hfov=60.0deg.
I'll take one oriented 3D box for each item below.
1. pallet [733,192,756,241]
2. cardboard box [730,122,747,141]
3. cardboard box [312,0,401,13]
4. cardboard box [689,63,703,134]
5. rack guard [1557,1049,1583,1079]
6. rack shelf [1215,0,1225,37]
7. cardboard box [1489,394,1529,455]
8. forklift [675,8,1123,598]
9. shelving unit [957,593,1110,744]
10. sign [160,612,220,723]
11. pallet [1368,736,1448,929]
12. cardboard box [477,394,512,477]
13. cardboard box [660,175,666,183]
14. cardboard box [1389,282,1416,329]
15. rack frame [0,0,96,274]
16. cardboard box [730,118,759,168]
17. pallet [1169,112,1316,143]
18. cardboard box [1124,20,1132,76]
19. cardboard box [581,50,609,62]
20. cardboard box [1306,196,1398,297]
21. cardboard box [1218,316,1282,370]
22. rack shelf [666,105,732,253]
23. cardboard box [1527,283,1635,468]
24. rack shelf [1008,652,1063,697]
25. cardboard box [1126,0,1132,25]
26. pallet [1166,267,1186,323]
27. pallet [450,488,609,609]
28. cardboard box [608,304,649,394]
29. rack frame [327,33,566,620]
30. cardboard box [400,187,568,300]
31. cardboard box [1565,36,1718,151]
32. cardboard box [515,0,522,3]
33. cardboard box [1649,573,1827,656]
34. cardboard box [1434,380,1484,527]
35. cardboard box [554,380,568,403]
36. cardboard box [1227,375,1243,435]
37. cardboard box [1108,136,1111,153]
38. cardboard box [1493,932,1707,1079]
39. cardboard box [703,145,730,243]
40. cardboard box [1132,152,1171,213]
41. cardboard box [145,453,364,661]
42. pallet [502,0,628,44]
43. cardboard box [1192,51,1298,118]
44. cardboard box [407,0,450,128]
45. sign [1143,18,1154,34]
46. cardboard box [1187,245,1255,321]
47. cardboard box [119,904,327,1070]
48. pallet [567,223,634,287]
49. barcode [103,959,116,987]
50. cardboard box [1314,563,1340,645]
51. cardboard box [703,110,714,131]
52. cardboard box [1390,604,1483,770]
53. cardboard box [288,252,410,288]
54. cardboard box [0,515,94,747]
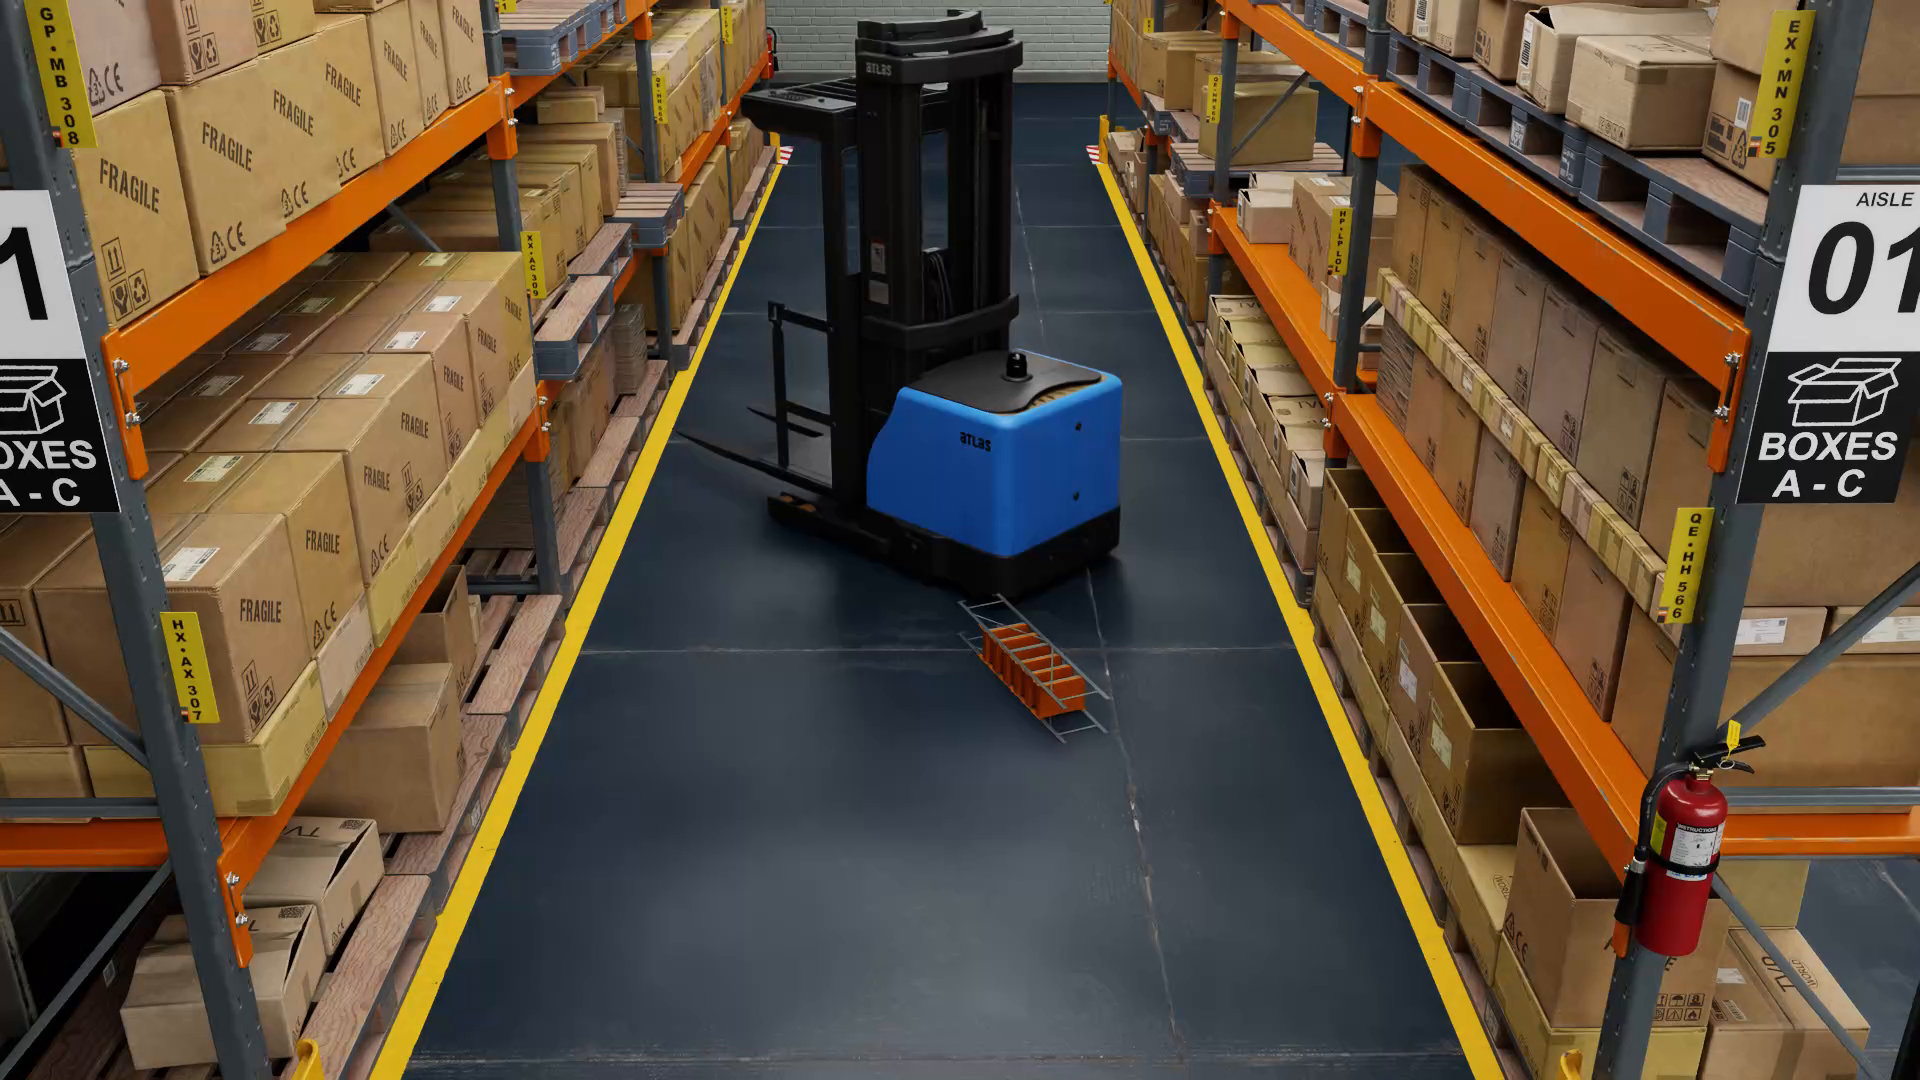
[{"bbox_3d":[-2.608,-3.257,16.696,1.003,0.211,1.213,0,24,-1],"label":"pallet"},{"bbox_3d":[-2.411,-4.228,17.194,0.380,0.149,0.250,-1,24,-2],"label":"cardboard box"},{"bbox_3d":[-2.282,-2.148,5.861,0.500,0.500,0.500,-1,24,-2],"label":"cardboard box"},{"bbox_3d":[-2.398,-3.592,13.546,0.500,0.500,0.500,0,24,1],"label":"cardboard box"},{"bbox_3d":[2.407,1.856,5.040,1.175,0.500,0.348,0,24,-1],"label":"rack guard"},{"bbox_3d":[2.297,-4.453,13.188,1.077,0.370,4.000,0,24,-1],"label":"rack shelf"},{"bbox_3d":[2.192,-0.430,6.152,0.380,0.149,0.250,-1,24,-1],"label":"cardboard box"},{"bbox_3d":[-0.513,-1.524,9.562,3.031,2.935,1.130,21,32,38],"label":"forklift"},{"bbox_3d":[0.340,0.610,8.166,0.258,0.189,1.200,-10,26,-22],"label":"shelving unit"},{"bbox_3d":[-2.005,0.334,4.322,0.100,0.325,0.005,0,24,-1],"label":"sign"},{"bbox_3d":[2.346,1.161,6.927,1.003,0.211,1.213,0,24,-1],"label":"pallet"},{"bbox_3d":[-2.285,-0.459,7.283,0.500,0.250,0.500,0,24,0],"label":"cardboard box"},{"bbox_3d":[-2.400,-2.701,12.363,0.380,0.149,0.250,0,24,0],"label":"cardboard box"},{"bbox_3d":[2.175,-1.068,7.562,0.380,0.149,0.250,0,24,0],"label":"cardboard box"},{"bbox_3d":[-2.547,-2.003,3.258,1.000,3.000,0.127,0,24,-1],"label":"rack frame"},{"bbox_3d":[-2.608,-4.421,18.408,0.700,0.500,0.500,0,24,-1],"label":"cardboard box"},{"bbox_3d":[2.293,-3.304,13.647,1.003,0.211,1.213,0,24,-1],"label":"pallet"},{"bbox_3d":[1.990,-5.122,17.314,0.500,0.500,0.500,0,24,0],"label":"cardboard box"},{"bbox_3d":[-2.901,-3.497,12.425,0.500,0.250,0.500,-1,24,-2],"label":"cardboard box"},{"bbox_3d":[2.359,-1.727,9.807,0.500,0.500,0.500,0,24,0],"label":"cardboard box"},{"bbox_3d":[2.045,-1.350,11.242,0.500,0.311,0.500,-1,24,-2],"label":"cardboard box"},{"bbox_3d":[-2.656,-3.062,13.754,1.077,0.370,4.000,0,24,-1],"label":"rack shelf"},{"bbox_3d":[2.396,-0.568,5.671,0.700,0.500,0.500,0,24,0],"label":"cardboard box"},{"bbox_3d":[0.370,0.639,8.103,0.258,0.180,0.103,-10,26,-22],"label":"rack shelf"},{"bbox_3d":[1.993,-5.572,17.096,0.500,0.500,0.500,0,24,-1],"label":"cardboard box"},{"bbox_3d":[2.338,-2.128,14.200,1.003,0.211,1.213,0,24,-1],"label":"pallet"},{"bbox_3d":[-2.601,0.032,9.423,1.003,0.211,1.213,0,24,-1],"label":"pallet"},{"bbox_3d":[-2.574,-1.331,11.552,0.700,0.500,0.500,0,24,0],"label":"cardboard box"},{"bbox_3d":[-2.591,-0.918,8.139,1.000,3.000,0.127,0,24,-1],"label":"rack frame"},{"bbox_3d":[-2.561,-1.604,9.001,0.700,0.500,0.500,2,24,5],"label":"cardboard box"},{"bbox_3d":[2.130,-1.320,4.891,0.500,0.250,0.500,0,24,-1],"label":"cardboard box"},{"bbox_3d":[-2.523,-2.914,8.513,0.500,0.311,0.500,1,24,1],"label":"cardboard box"},{"bbox_3d":[2.212,0.209,4.739,0.380,0.149,0.250,-1,24,-1],"label":"cardboard box"},{"bbox_3d":[2.388,-0.380,6.829,0.700,0.500,0.500,0,24,0],"label":"cardboard box"},{"bbox_3d":[-2.633,-1.020,9.954,0.500,0.250,0.500,-1,24,-2],"label":"cardboard box"},{"bbox_3d":[2.049,-0.890,10.904,0.500,0.250,0.500,-1,24,-2],"label":"cardboard box"},{"bbox_3d":[1.895,-4.519,19.005,0.380,0.166,0.250,0,24,-1],"label":"cardboard box"},{"bbox_3d":[2.105,1.549,5.513,0.500,0.250,0.500,0,24,-1],"label":"cardboard box"},{"bbox_3d":[-2.541,-3.159,15.193,0.750,0.750,0.750,0,24,0],"label":"cardboard box"},{"bbox_3d":[1.985,-3.533,16.421,0.500,0.500,0.500,0,24,-1],"label":"cardboard box"},{"bbox_3d":[-2.247,0.046,5.255,0.500,0.500,0.500,0,24,0],"label":"cardboard box"},{"bbox_3d":[-2.505,-2.881,9.068,1.213,0.211,1.003,0,24,-1],"label":"pallet"},{"bbox_3d":[2.356,-3.747,13.764,0.700,0.500,0.500,-6,25,-14],"label":"cardboard box"},{"bbox_3d":[-2.345,-1.924,6.578,0.500,0.500,0.500,-2,24,-5],"label":"cardboard box"},{"bbox_3d":[1.733,-4.627,15.290,0.100,0.325,0.005,0,24,-1],"label":"sign"},{"bbox_3d":[2.074,-2.036,13.110,0.500,0.500,0.500,1,24,2],"label":"cardboard box"},{"bbox_3d":[-2.465,1.470,5.589,0.500,0.311,0.500,-3,25,-7],"label":"cardboard box"},{"bbox_3d":[-2.572,-1.663,10.020,1.003,0.211,1.213,0,24,-1],"label":"pallet"},{"bbox_3d":[-2.865,1.460,5.600,0.001,0.075,0.075,0,24,-1],"label":"barcode"},{"bbox_3d":[2.064,0.312,8.246,0.500,0.250,0.500,0,24,-1],"label":"cardboard box"},{"bbox_3d":[-2.345,-3.651,14.464,0.380,0.149,0.250,0,24,-1],"label":"cardboard box"},{"bbox_3d":[2.073,0.589,6.725,0.500,0.500,0.500,0,24,-1],"label":"cardboard box"},{"bbox_3d":[-2.794,-1.005,7.581,0.500,0.500,0.500,-1,24,-2],"label":"cardboard box"},{"bbox_3d":[-2.765,0.255,4.794,0.500,0.500,0.500,-1,24,-1],"label":"cardboard box"}]
